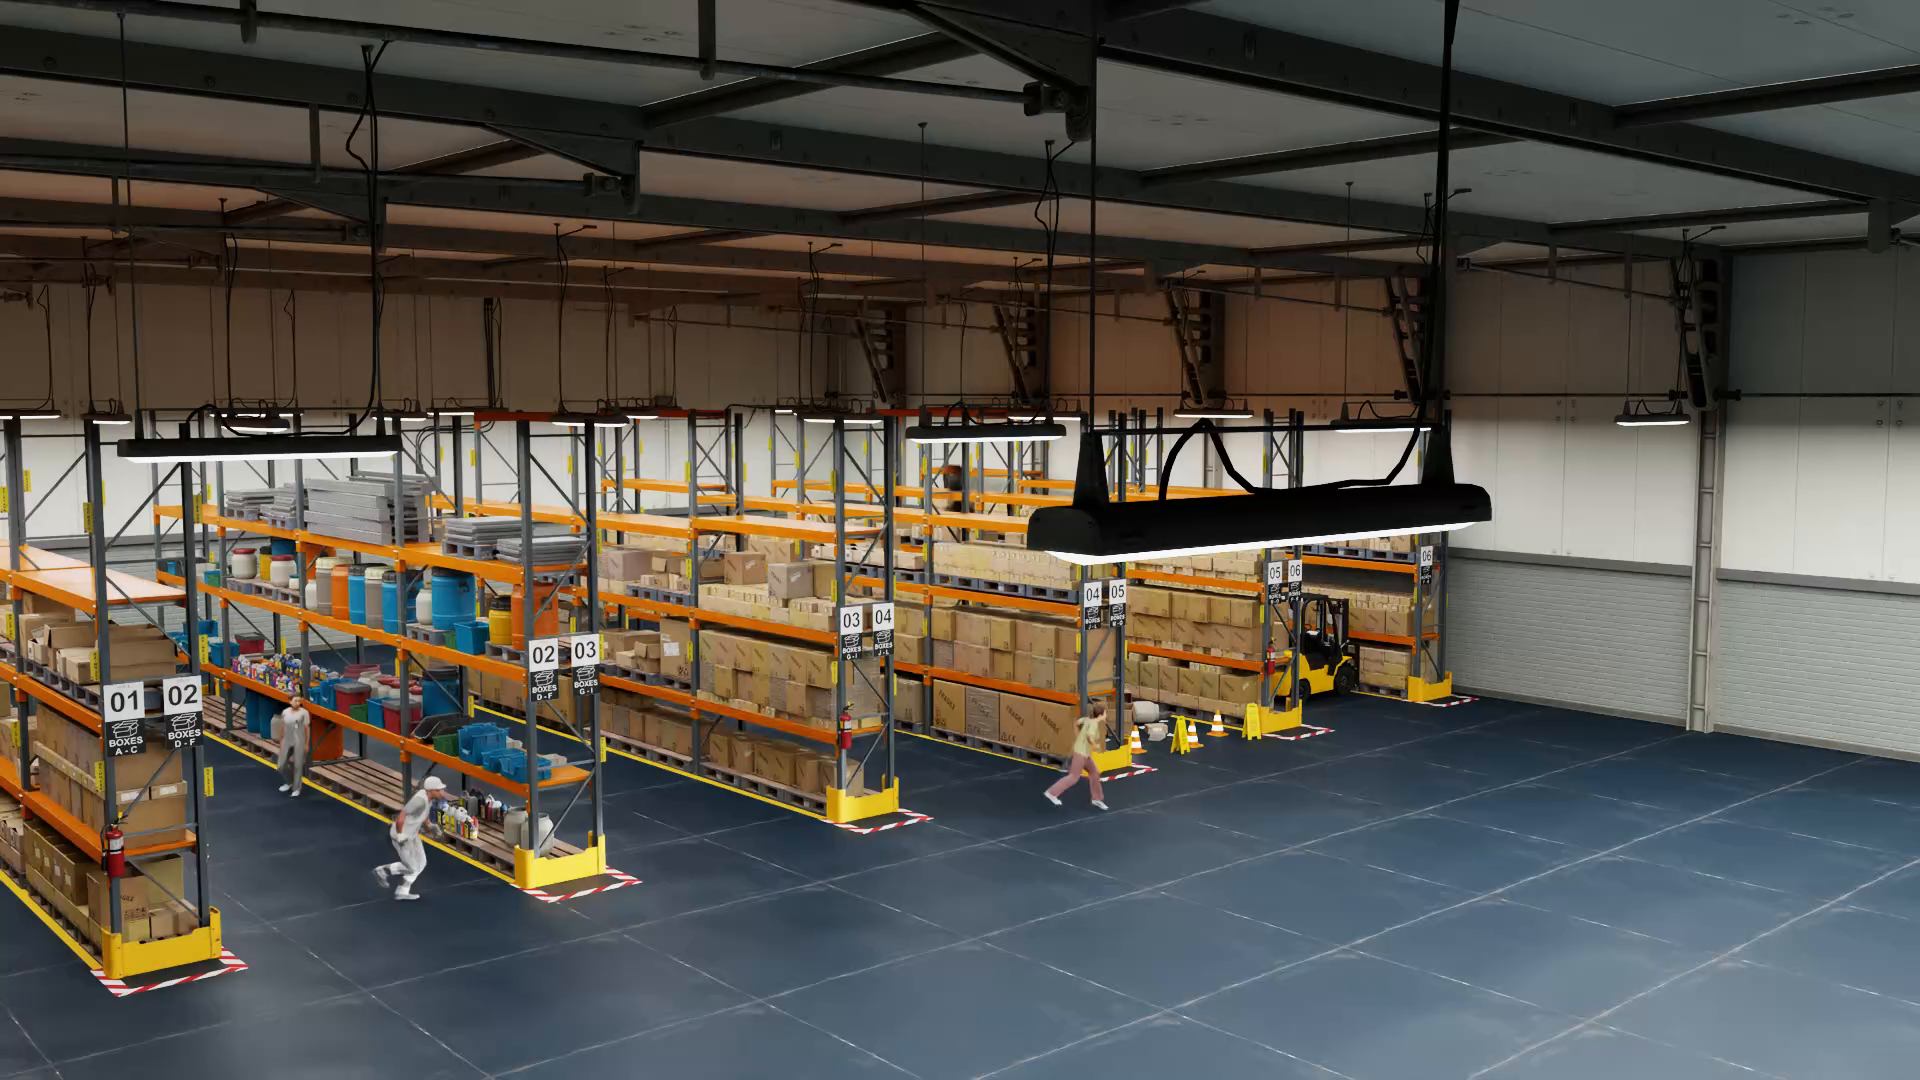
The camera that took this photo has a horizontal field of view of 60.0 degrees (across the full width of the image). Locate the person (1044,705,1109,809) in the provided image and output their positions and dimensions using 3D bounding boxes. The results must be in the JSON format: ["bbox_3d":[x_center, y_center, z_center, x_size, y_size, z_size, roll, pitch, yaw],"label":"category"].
[{"bbox_3d":[1.779,3.330,25.347,1.003,1.625,0.615,-1,5,-12],"label":"person"}]

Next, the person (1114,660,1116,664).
[{"bbox_3d":[3.289,1.977,37.543,0.616,1.655,0.817,-5,7,-44],"label":"person"}]

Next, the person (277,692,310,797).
[{"bbox_3d":[-10.478,3.206,26.151,0.546,1.643,0.451,0,5,-3],"label":"person"}]

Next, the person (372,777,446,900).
[{"bbox_3d":[-6.880,3.732,20.748,0.969,1.576,0.678,0,5,2],"label":"person"}]
